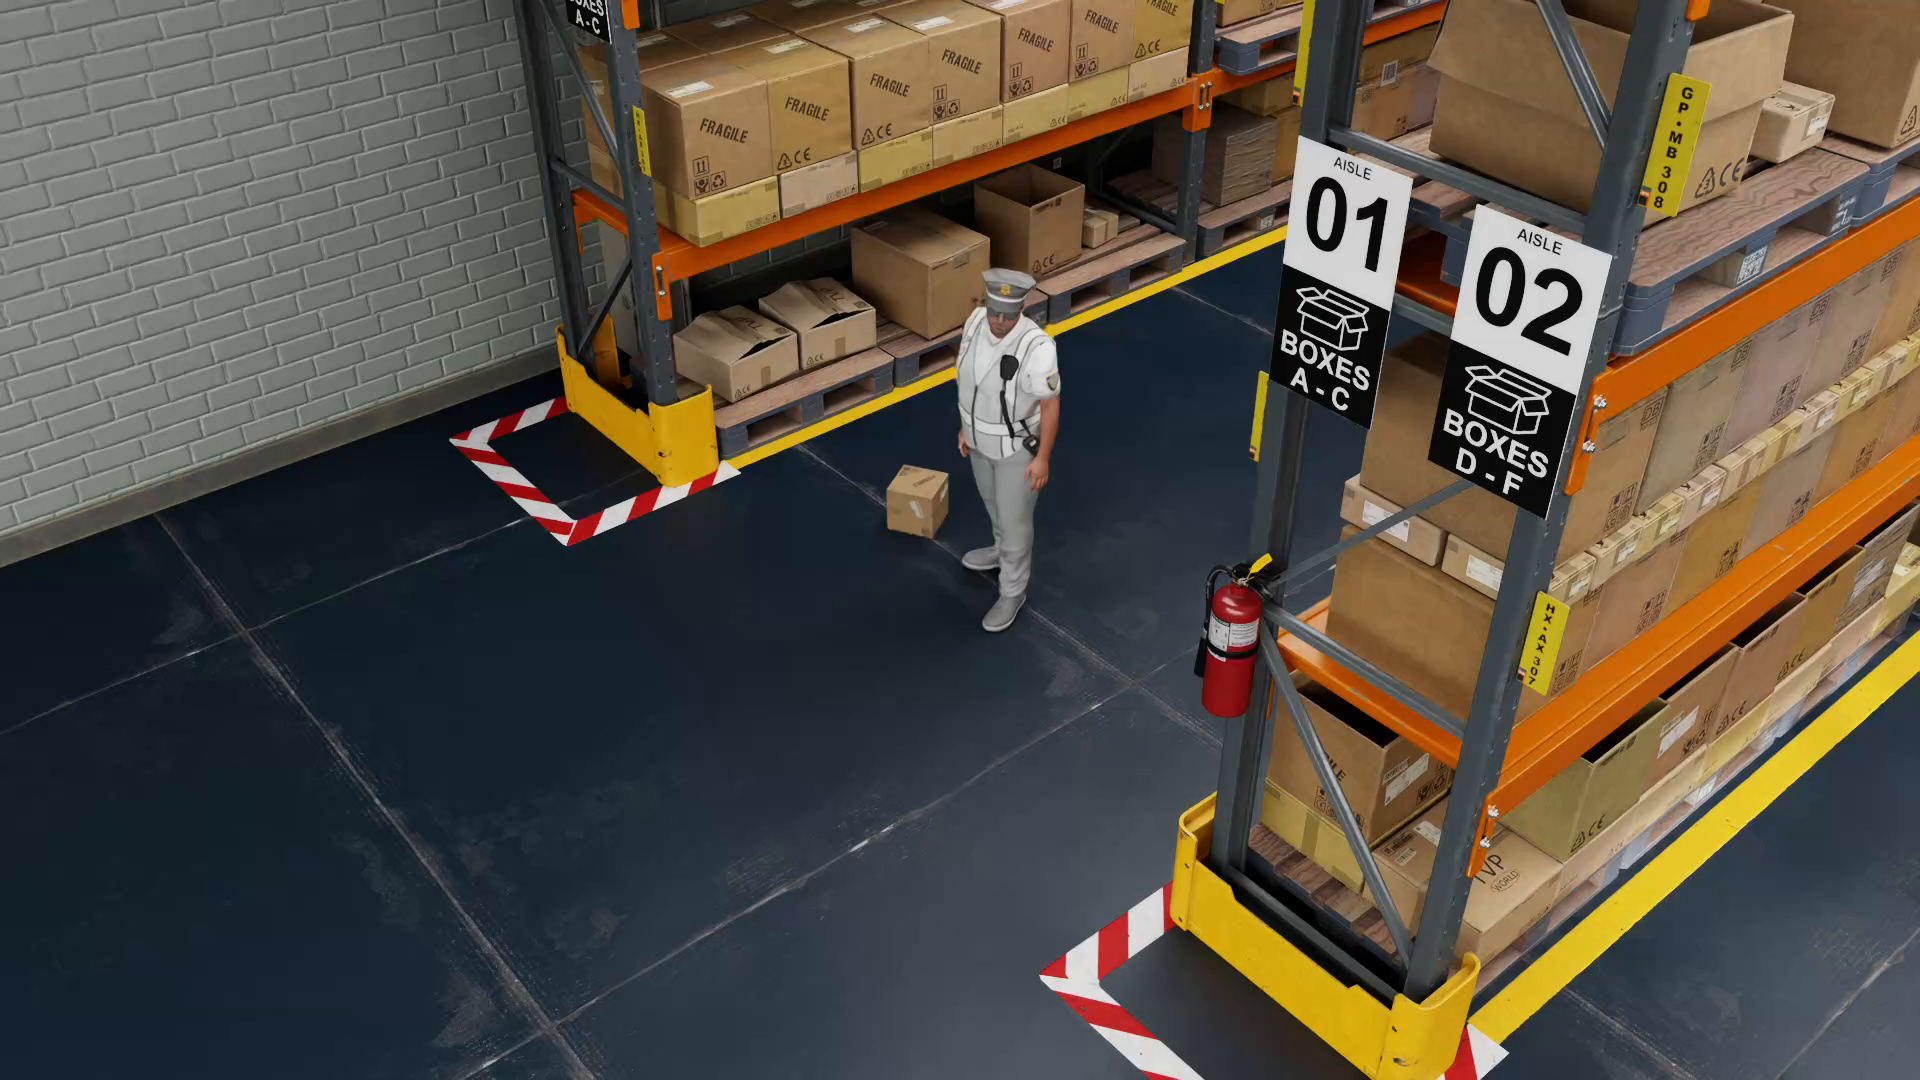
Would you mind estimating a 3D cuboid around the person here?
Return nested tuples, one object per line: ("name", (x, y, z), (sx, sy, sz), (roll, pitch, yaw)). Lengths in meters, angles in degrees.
("person", (0.190, -0.465, 7.701), (0.538, 1.755, 0.562), (-27, 44, -32))
